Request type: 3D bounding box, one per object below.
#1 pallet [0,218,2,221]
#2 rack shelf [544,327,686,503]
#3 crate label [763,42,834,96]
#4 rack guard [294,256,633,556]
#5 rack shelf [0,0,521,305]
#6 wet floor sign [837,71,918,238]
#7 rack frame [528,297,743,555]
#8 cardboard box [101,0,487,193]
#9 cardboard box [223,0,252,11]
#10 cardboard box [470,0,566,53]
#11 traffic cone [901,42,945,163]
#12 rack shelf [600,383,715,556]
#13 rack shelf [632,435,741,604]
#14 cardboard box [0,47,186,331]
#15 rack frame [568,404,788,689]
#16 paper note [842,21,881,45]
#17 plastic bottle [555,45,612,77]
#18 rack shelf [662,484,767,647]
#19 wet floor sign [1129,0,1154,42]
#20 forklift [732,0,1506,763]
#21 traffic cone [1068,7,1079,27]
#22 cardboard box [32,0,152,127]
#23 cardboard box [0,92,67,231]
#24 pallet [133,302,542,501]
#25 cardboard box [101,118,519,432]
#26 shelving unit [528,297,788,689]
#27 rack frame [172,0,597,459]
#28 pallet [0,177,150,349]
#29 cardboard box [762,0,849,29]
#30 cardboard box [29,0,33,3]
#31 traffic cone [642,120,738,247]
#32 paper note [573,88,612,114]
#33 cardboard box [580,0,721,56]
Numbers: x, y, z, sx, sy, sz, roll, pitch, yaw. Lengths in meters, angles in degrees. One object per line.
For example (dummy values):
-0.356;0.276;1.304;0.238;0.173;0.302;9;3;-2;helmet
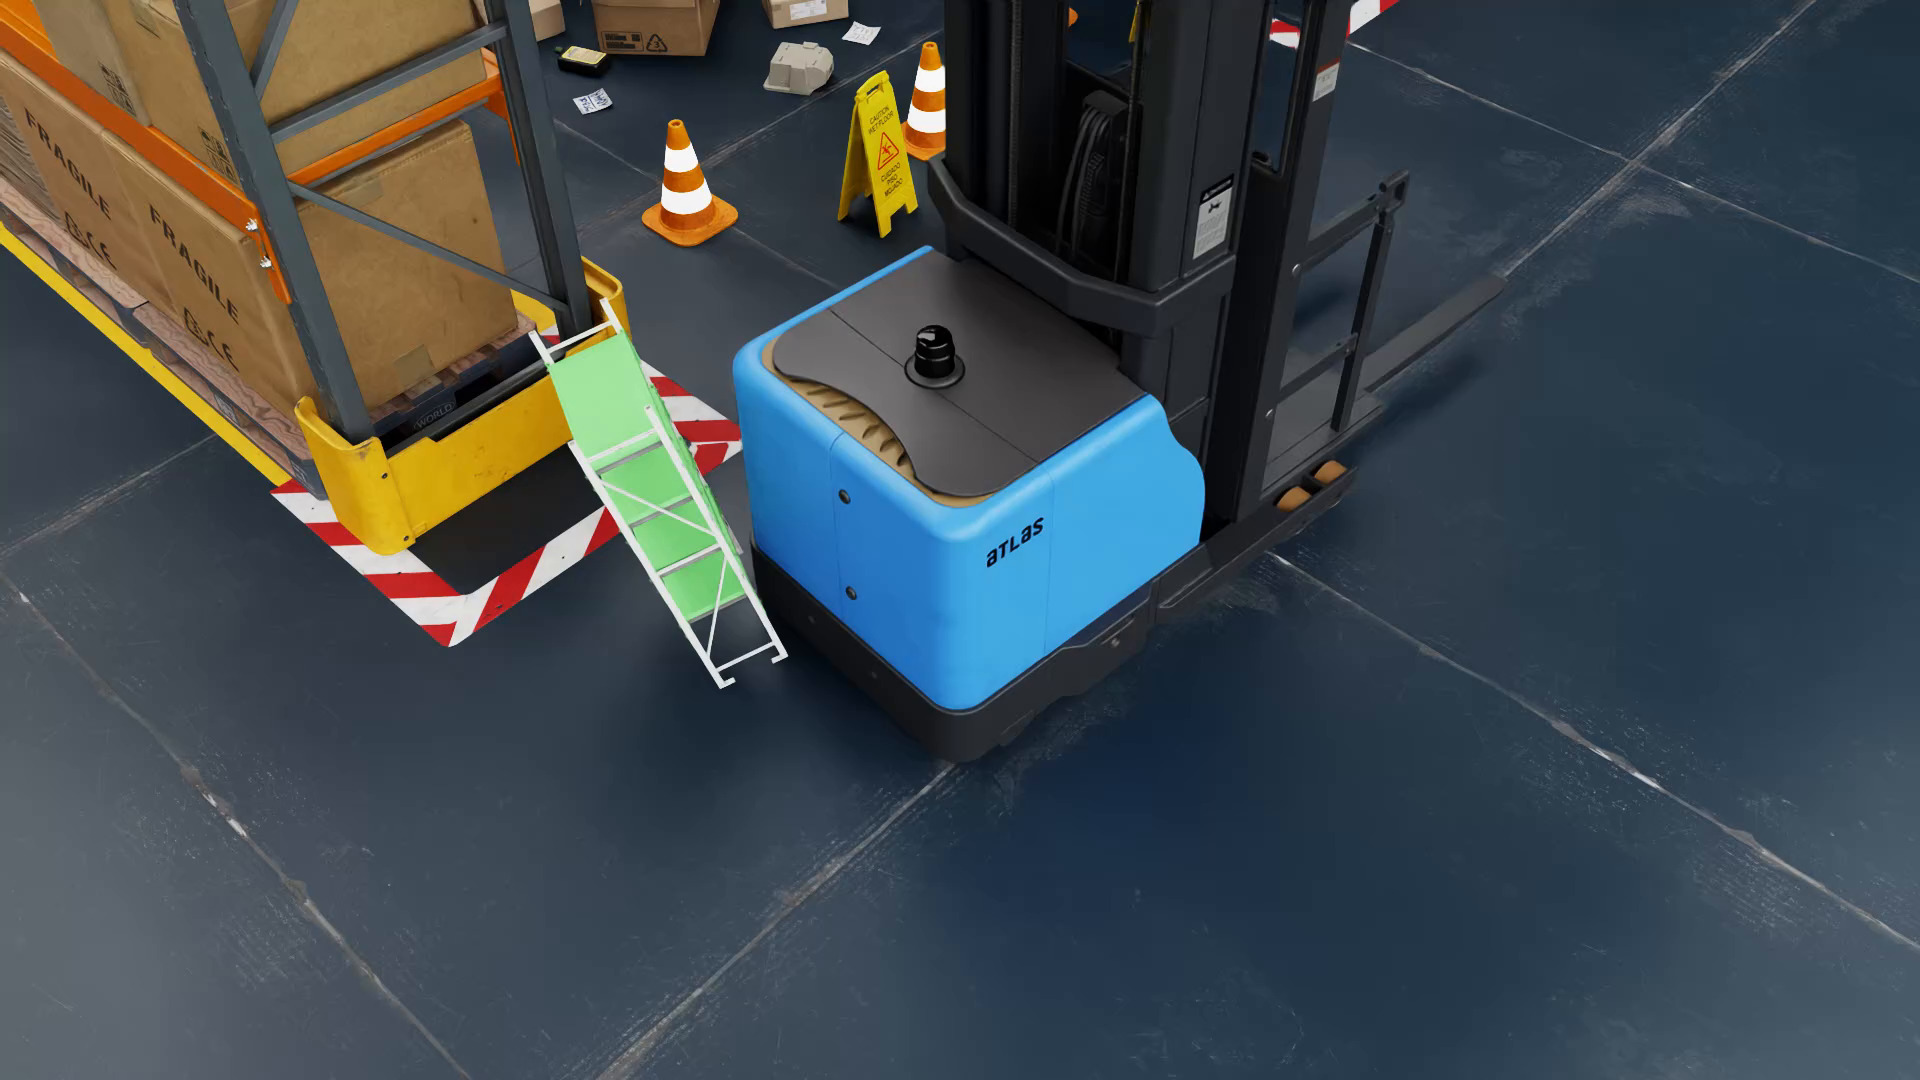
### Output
-4.147;-1.969;7.454;1.213;0.211;1.003;34;55;28;pallet
-0.976;-0.357;4.684;0.258;0.148;0.480;-26;50;-4;rack shelf
-0.744;-2.200;7.721;0.298;0.136;0.250;9;48;9;crate label
-1.695;-0.496;5.873;0.348;0.500;1.175;34;55;28;rack guard
-3.183;-2.106;6.163;4.000;0.370;1.077;34;55;28;rack shelf
-0.349;-1.604;6.813;0.232;0.644;0.267;25;52;22;wet floor sign
-0.976;-0.271;5.159;0.240;1.200;0.015;-26;50;-4;rack frame
-2.016;-1.574;5.067;0.550;0.550;0.875;34;55;28;cardboard box
-1.959;-1.989;4.716;0.550;0.550;0.875;34;55;28;cardboard box
-2.140;-2.542;7.955;0.396;0.266;0.258;-29;53;-25;cardboard box
-0.124;-1.956;7.269;0.334;0.463;0.336;34;55;28;traffic cone
-0.923;-0.213;4.869;0.258;0.148;0.480;-26;50;-4;rack shelf
-0.870;-0.068;5.053;0.258;0.148;0.480;-26;50;-4;rack shelf
-2.904;-1.514;6.283;0.875;0.875;0.875;33;55;27;cardboard box
-0.792;0.058;4.849;0.240;1.200;0.015;-26;50;-4;rack frame
-0.475;-2.450;8.029;0.142;0.019;0.148;17;49;15;paper note
-1.798;-2.262;7.832;0.283;0.061;0.133;17;49;15;plastic bottle
-0.817;0.076;5.238;0.258;0.148;0.480;-26;50;-4;rack shelf
0.984;-2.592;7.741;0.267;0.644;0.232;-21;50;-18;wet floor sign
0.753;-1.276;4.938;3.031;2.935;1.130;-34;55;-28;forklift
0.379;-2.718;7.985;0.334;0.463;0.336;34;55;28;traffic cone
-2.435;-1.834;5.312;0.550;0.550;0.875;34;55;28;cardboard box
-3.573;-1.966;6.707;0.875;0.875;0.875;34;56;28;cardboard box
-2.354;-0.762;6.321;1.213;0.211;1.003;34;55;28;pallet
-2.256;-1.080;5.876;0.875;0.875;0.875;34;56;28;cardboard box
-0.884;-0.107;5.004;0.258;1.200;0.503;-26;50;-4;shelving unit
-1.713;-1.364;4.973;0.127;3.000;1.000;34;55;28;rack frame
-3.246;-1.366;6.888;1.213;0.211;1.003;34;55;28;pallet
-0.763;-2.655;8.141;0.380;0.149;0.250;-13;48;-12;cardboard box
-2.762;-2.178;5.635;0.550;0.550;0.875;34;55;28;cardboard box
-1.140;-1.518;6.858;0.334;0.463;0.336;34;55;28;traffic cone
-1.683;-2.011;7.618;0.144;0.017;0.142;-21;50;-18;paper note
-1.438;-2.723;7.962;0.637;0.503;0.797;2;47;2;cardboard box
